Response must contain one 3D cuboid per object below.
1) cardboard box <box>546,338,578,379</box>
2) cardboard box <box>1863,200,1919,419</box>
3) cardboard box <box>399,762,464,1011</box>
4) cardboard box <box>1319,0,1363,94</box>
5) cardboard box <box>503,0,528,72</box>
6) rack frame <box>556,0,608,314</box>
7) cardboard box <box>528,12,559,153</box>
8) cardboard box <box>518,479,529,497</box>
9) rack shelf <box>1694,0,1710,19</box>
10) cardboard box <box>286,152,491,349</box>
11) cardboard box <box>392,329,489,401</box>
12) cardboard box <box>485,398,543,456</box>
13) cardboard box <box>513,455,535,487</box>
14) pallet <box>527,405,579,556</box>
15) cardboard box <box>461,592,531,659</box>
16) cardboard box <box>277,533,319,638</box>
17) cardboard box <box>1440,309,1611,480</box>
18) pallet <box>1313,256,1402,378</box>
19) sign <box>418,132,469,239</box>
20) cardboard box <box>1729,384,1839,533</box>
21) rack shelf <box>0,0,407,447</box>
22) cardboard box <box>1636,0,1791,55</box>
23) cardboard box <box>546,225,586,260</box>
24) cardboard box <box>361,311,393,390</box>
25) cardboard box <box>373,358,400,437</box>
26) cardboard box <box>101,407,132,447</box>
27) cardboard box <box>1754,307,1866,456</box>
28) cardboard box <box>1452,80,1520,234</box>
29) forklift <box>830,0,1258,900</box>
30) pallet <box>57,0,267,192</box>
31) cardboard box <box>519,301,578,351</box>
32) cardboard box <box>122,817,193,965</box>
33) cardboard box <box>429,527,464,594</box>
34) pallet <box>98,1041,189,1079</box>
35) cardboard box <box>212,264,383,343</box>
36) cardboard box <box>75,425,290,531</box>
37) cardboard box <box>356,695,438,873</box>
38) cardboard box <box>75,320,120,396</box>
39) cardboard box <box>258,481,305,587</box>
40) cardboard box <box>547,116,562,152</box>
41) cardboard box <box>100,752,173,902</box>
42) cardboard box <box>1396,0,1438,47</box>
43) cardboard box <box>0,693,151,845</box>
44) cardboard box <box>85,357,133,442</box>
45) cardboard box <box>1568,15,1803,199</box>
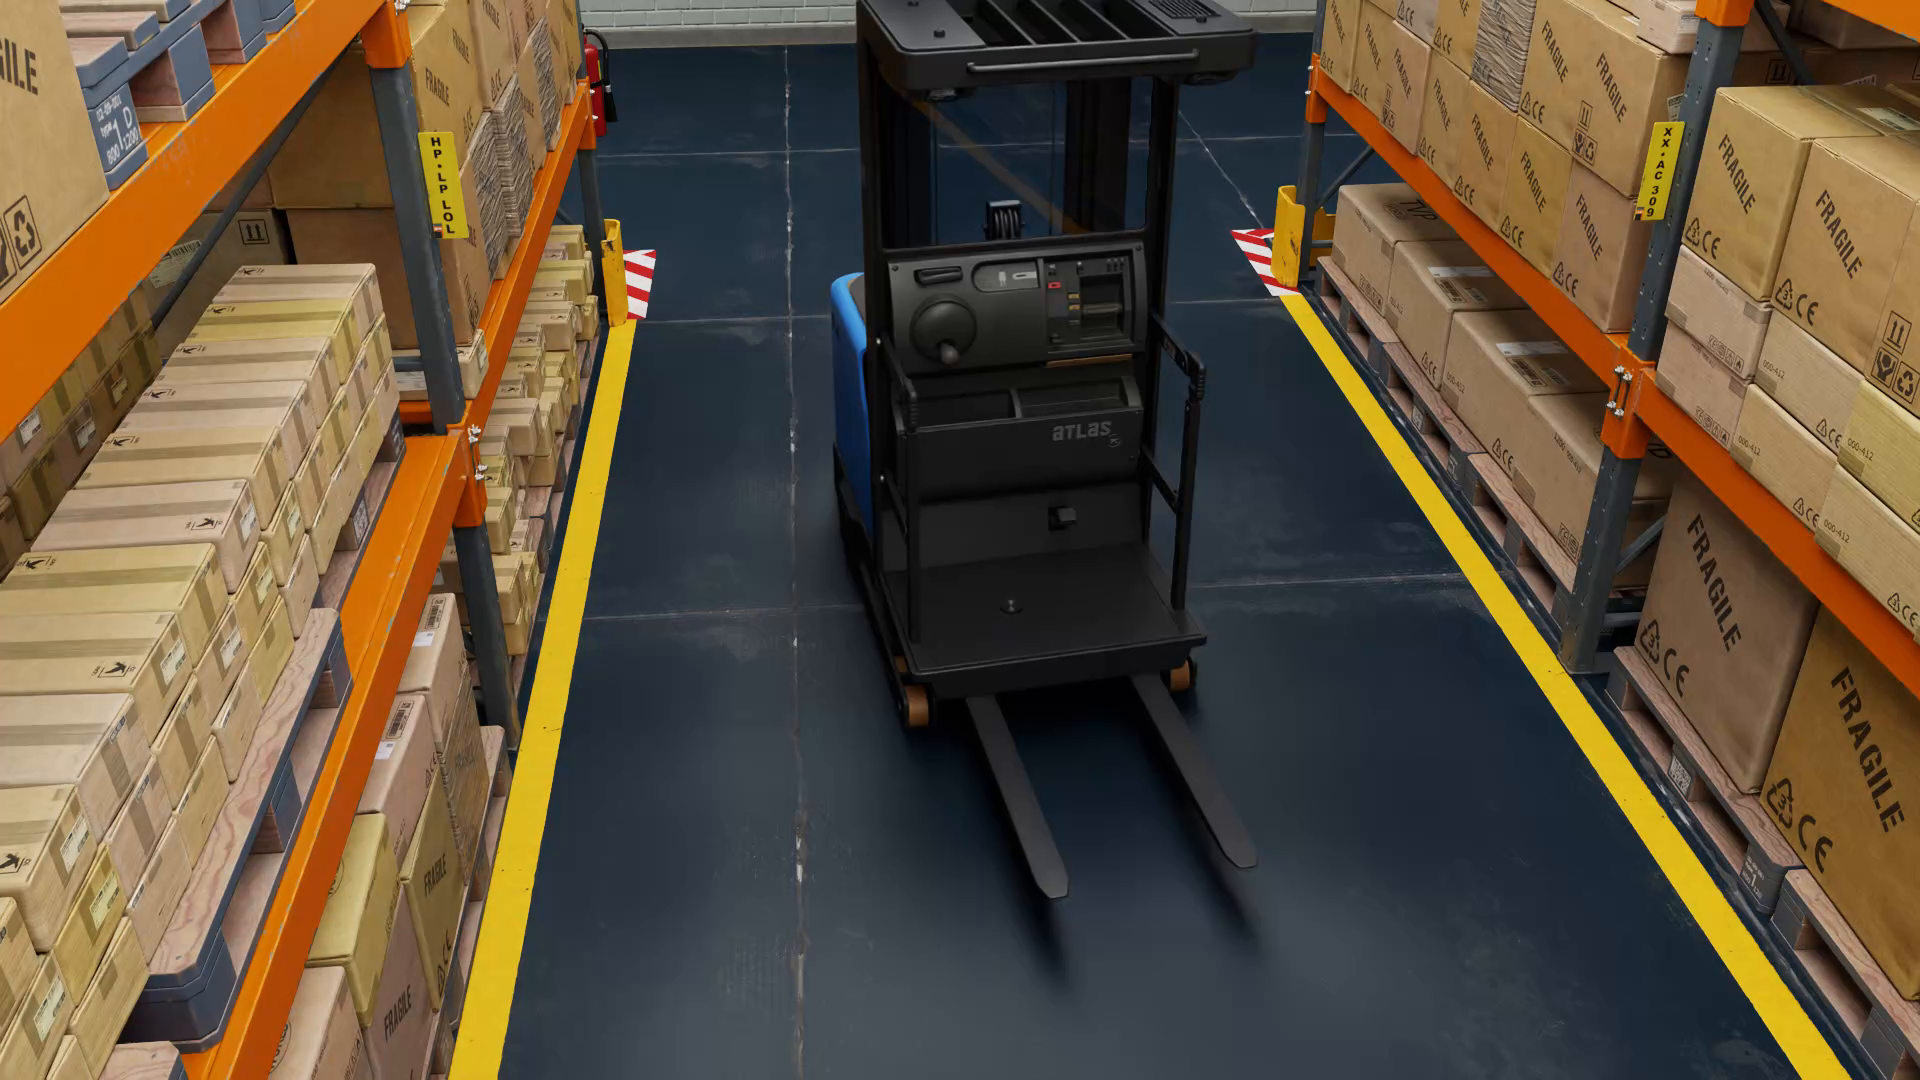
[{"bbox_3d":[-2.022,-0.872,7.865,0.380,0.149,0.250,-2,31,-4],"label":"cardboard box"},{"bbox_3d":[2.700,-0.539,4.154,0.500,0.500,0.500,-3,31,-6],"label":"cardboard box"},{"bbox_3d":[-1.725,0.990,4.696,0.500,0.500,0.500,-3,31,-6],"label":"cardboard box"},{"bbox_3d":[2.211,-2.646,8.657,0.500,0.500,0.500,-3,31,-5],"label":"cardboard box"},{"bbox_3d":[-2.019,-2.157,6.574,0.500,0.500,0.500,-4,31,-6],"label":"cardboard box"},{"bbox_3d":[-2.467,-2.573,8.632,1.000,3.000,0.127,-3,31,-5],"label":"rack frame"},{"bbox_3d":[-2.068,-2.005,7.294,0.500,0.500,0.500,-3,31,-4],"label":"cardboard box"},{"bbox_3d":[-2.040,-0.211,7.049,0.380,0.149,0.250,-4,31,-7],"label":"cardboard box"},{"bbox_3d":[2.639,-2.819,6.821,1.077,0.370,4.000,-3,31,-5],"label":"rack shelf"},{"bbox_3d":[-1.888,-0.966,5.555,0.500,0.500,0.500,-3,31,-5],"label":"cardboard box"},{"bbox_3d":[-1.794,-0.583,5.546,0.380,0.149,0.250,-2,31,-3],"label":"cardboard box"},{"bbox_3d":[-1.948,-0.464,6.893,0.380,0.149,0.250,-2,31,-4],"label":"cardboard box"},{"bbox_3d":[-2.004,-0.342,6.978,0.380,0.149,0.250,-1,31,-2],"label":"cardboard box"},{"bbox_3d":[-2.308,-0.299,7.545,1.003,0.211,1.213,-3,31,-5],"label":"pallet"},{"bbox_3d":[-1.807,0.312,6.174,0.380,0.149,0.250,-4,31,-7],"label":"cardboard box"},{"bbox_3d":[-1.758,0.120,3.960,0.380,0.149,0.250,-4,31,-7],"label":"cardboard box"},{"bbox_3d":[2.790,-0.682,7.556,0.875,0.438,0.875,-4,31,-6],"label":"cardboard box"},{"bbox_3d":[2.605,-1.260,9.154,1.003,0.211,1.213,-3,31,-5],"label":"pallet"},{"bbox_3d":[-1.541,-1.056,4.964,0.100,0.325,0.005,-3,31,-5],"label":"sign"},{"bbox_3d":[2.654,-0.254,4.896,0.500,0.250,0.500,-3,31,-6],"label":"cardboard box"},{"bbox_3d":[-1.906,-0.488,2.919,1.077,0.370,4.000,-3,31,-5],"label":"rack shelf"},{"bbox_3d":[2.480,-1.712,5.486,0.380,0.149,0.250,-3,31,-6],"label":"cardboard box"},{"bbox_3d":[-2.165,-1.526,8.671,0.380,0.149,0.250,-2,31,-4],"label":"cardboard box"},{"bbox_3d":[-1.859,-0.537,4.769,0.380,0.149,0.250,-2,31,-3],"label":"cardboard box"},{"bbox_3d":[-1.859,-0.410,4.846,0.380,0.149,0.250,-3,31,-6],"label":"cardboard box"},{"bbox_3d":[-2.482,-0.239,4.560,0.380,0.149,0.250,-2,31,-4],"label":"cardboard box"},{"bbox_3d":[2.663,-0.467,4.765,0.500,0.250,0.500,-2,31,-4],"label":"cardboard box"},{"bbox_3d":[2.413,-1.605,6.915,0.500,0.500,0.500,-3,31,-5],"label":"cardboard box"},{"bbox_3d":[0.260,-0.781,5.700,1.130,2.935,3.031,-7,31,-11],"label":"forklift"},{"bbox_3d":[-2.041,-0.888,3.070,1.213,0.211,1.003,-3,31,-5],"label":"pallet"},{"bbox_3d":[-2.006,-1.000,7.789,0.380,0.149,0.250,-2,31,-3],"label":"cardboard box"},{"bbox_3d":[-1.665,0.653,3.067,0.380,0.149,0.250,-2,31,-3],"label":"cardboard box"},{"bbox_3d":[-1.919,0.072,5.995,0.380,0.149,0.250,-2,31,-3],"label":"cardboard box"},{"bbox_3d":[-1.892,1.235,2.444,1.213,0.211,1.003,-3,31,-5],"label":"pallet"},{"bbox_3d":[-1.861,-0.663,4.690,0.380,0.149,0.250,-1,31,-2],"label":"cardboard box"},{"bbox_3d":[-1.769,-0.134,3.805,0.380,0.149,0.250,-4,31,-6],"label":"cardboard box"},{"bbox_3d":[-1.737,0.672,4.497,0.500,0.250,0.500,-1,31,-2],"label":"cardboard box"},{"bbox_3d":[-2.482,-0.493,4.406,0.380,0.149,0.250,-2,31,-3],"label":"cardboard box"},{"bbox_3d":[-1.760,-0.003,3.876,0.380,0.149,0.250,-4,31,-7],"label":"cardboard box"},{"bbox_3d":[-2.083,-1.927,7.796,0.380,0.149,0.250,-2,31,-3],"label":"cardboard box"},{"bbox_3d":[-1.666,0.525,2.992,0.380,0.149,0.250,-3,31,-5],"label":"cardboard box"},{"bbox_3d":[2.325,-2.549,7.520,0.500,0.500,0.500,-3,31,-5],"label":"cardboard box"},{"bbox_3d":[-1.667,0.403,2.906,0.380,0.149,0.250,-1,31,-2],"label":"cardboard box"},{"bbox_3d":[-2.488,-0.375,4.499,0.380,0.149,0.250,-3,31,-6],"label":"cardboard box"},{"bbox_3d":[2.507,-1.519,5.796,0.500,0.500,0.500,-3,31,-5],"label":"cardboard box"}]
